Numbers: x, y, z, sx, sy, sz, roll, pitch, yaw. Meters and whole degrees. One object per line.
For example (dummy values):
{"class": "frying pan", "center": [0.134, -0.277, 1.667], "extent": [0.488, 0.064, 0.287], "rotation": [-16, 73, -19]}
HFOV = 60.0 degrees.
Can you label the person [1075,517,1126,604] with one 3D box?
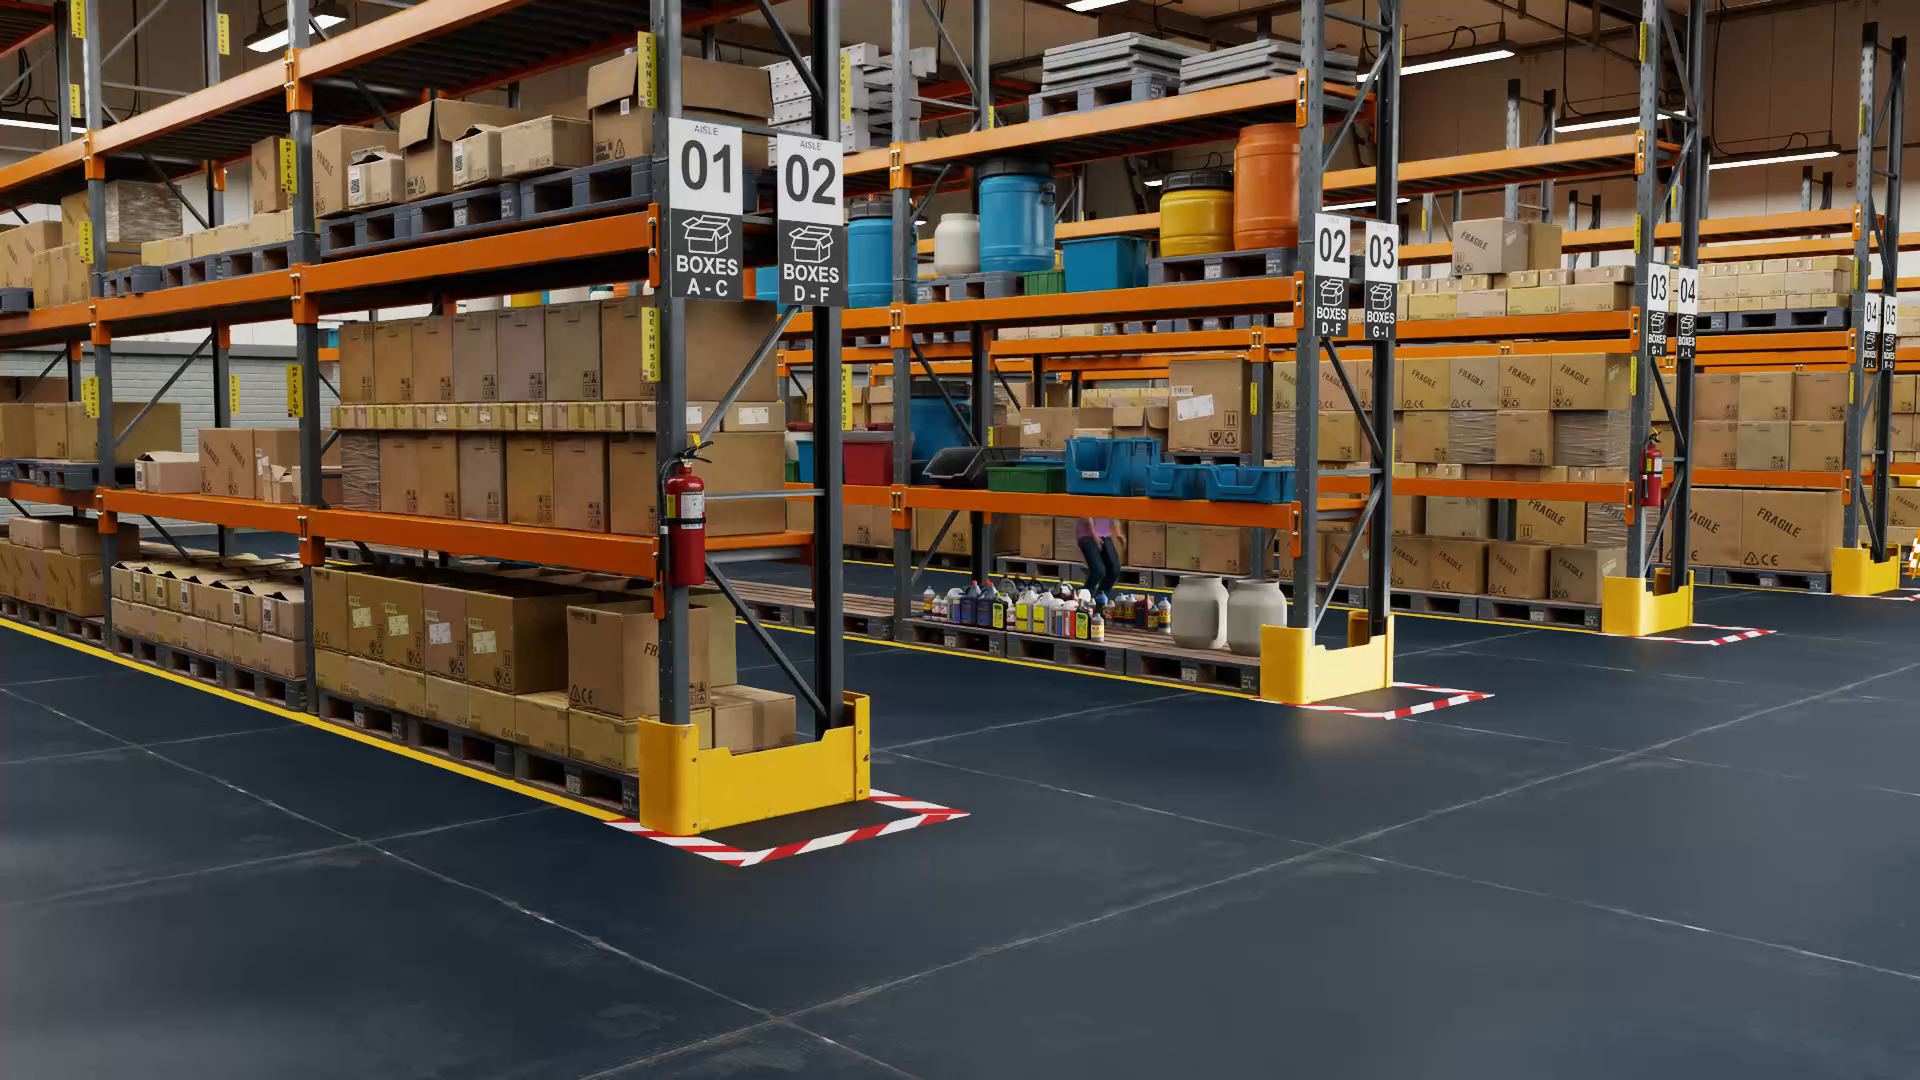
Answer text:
{"class": "person", "center": [1.311, -0.008, 15.559], "extent": [0.437, 1.511, 0.436], "rotation": [-4, 6, -42]}
